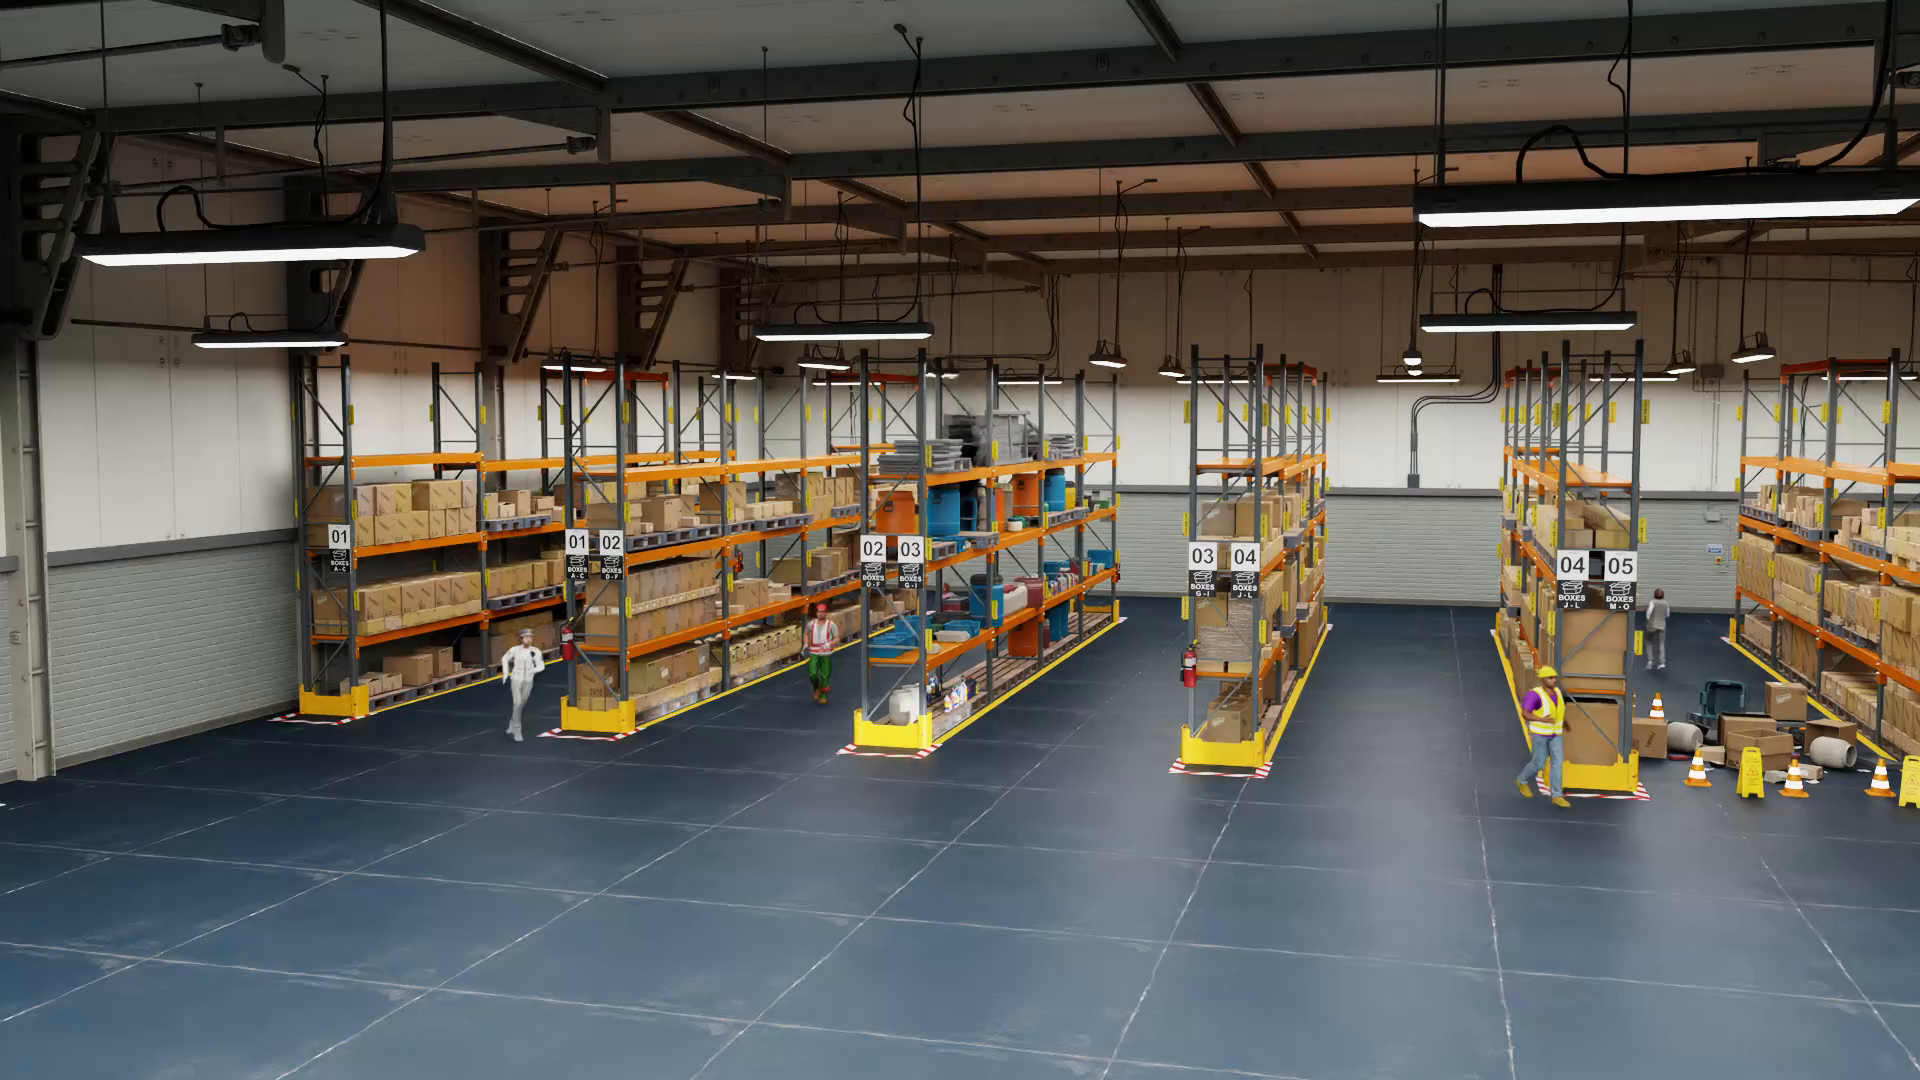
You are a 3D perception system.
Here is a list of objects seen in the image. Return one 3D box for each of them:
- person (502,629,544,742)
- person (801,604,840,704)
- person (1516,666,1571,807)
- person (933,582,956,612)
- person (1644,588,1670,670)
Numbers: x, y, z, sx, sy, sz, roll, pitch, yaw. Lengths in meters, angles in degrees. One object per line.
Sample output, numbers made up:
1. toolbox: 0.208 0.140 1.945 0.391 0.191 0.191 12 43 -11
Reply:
1. person: -6.758 2.220 25.818 0.610 1.690 0.822 -2 5 -25
2. person: -2.408 1.973 28.615 0.664 1.739 0.603 0 4 3
3. person: 7.535 2.500 21.396 0.719 1.759 0.871 -2 5 -20
4. person: -0.293 1.648 34.316 0.546 1.550 0.635 2 5 20
5. person: 13.631 1.760 32.550 0.504 1.638 0.708 1 4 7
